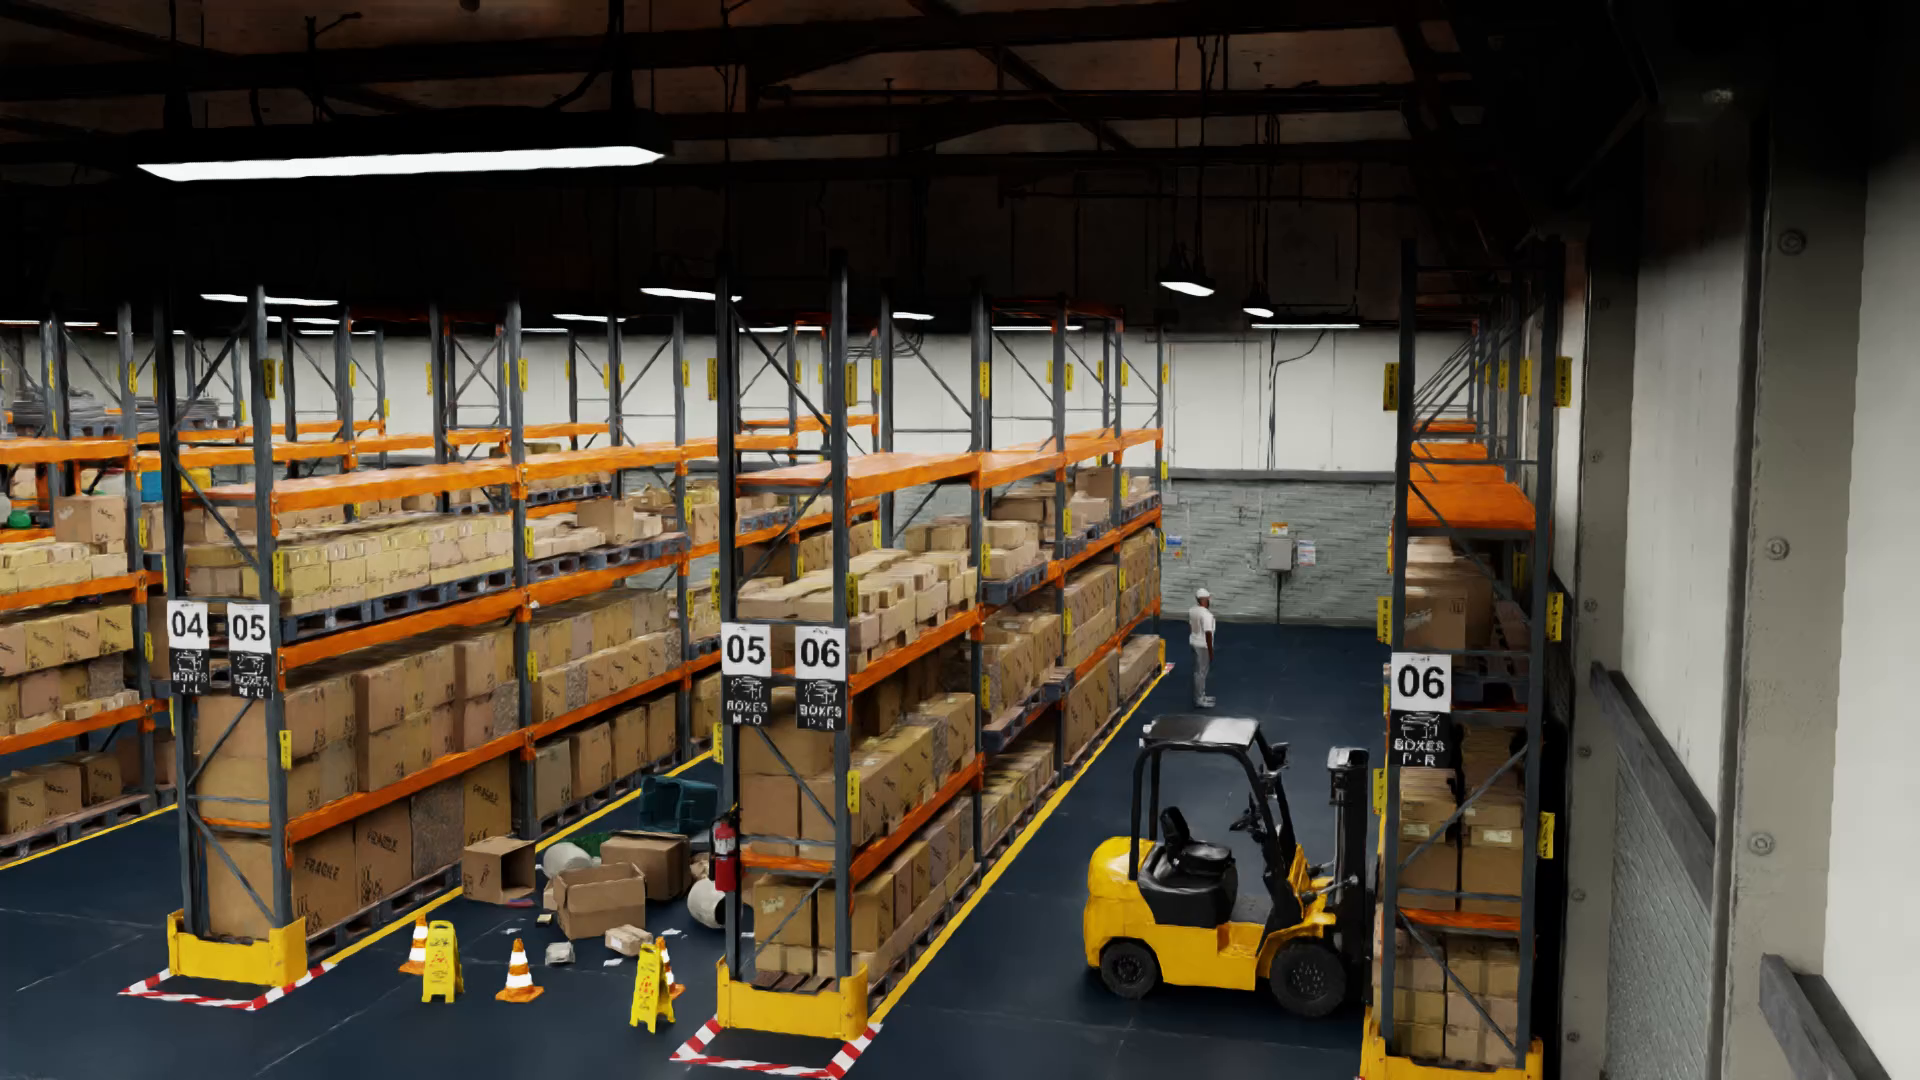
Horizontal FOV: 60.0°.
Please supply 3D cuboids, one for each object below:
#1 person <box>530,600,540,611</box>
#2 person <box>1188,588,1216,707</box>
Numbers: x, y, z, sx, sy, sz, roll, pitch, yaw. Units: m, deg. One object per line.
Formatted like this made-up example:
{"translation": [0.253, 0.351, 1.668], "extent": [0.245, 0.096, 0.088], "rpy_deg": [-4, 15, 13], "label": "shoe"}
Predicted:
{"translation": [-6.248, 1.713, 24.573], "extent": [0.555, 1.725, 1.029], "rpy_deg": [2, 6, 14], "label": "person"}
{"translation": [3.708, 1.612, 25.191], "extent": [0.452, 1.759, 0.632], "rpy_deg": [-2, 6, -16], "label": "person"}
